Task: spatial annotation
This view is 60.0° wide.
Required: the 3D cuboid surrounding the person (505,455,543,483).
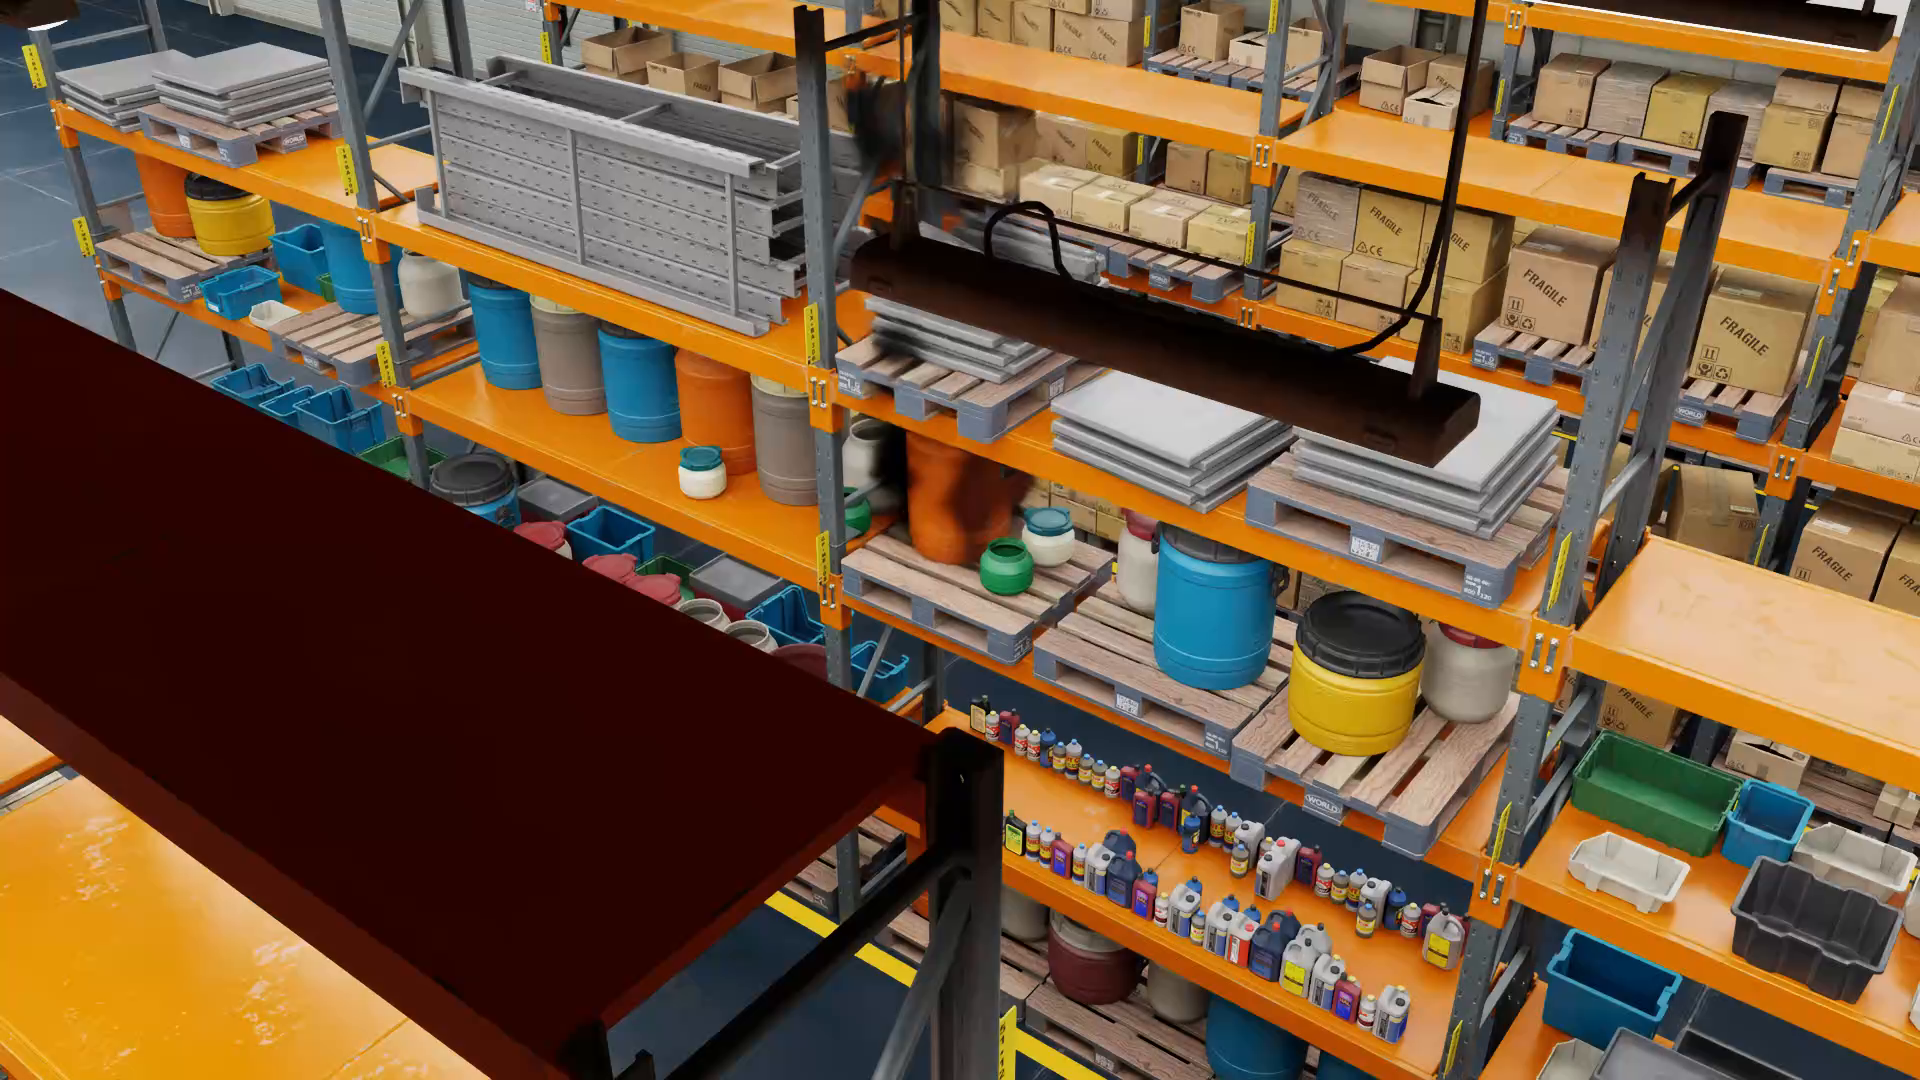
[{"bbox_3d":[-3.988,-0.912,15.203,0.592,1.661,0.642,20,37,29],"label":"person"}]
